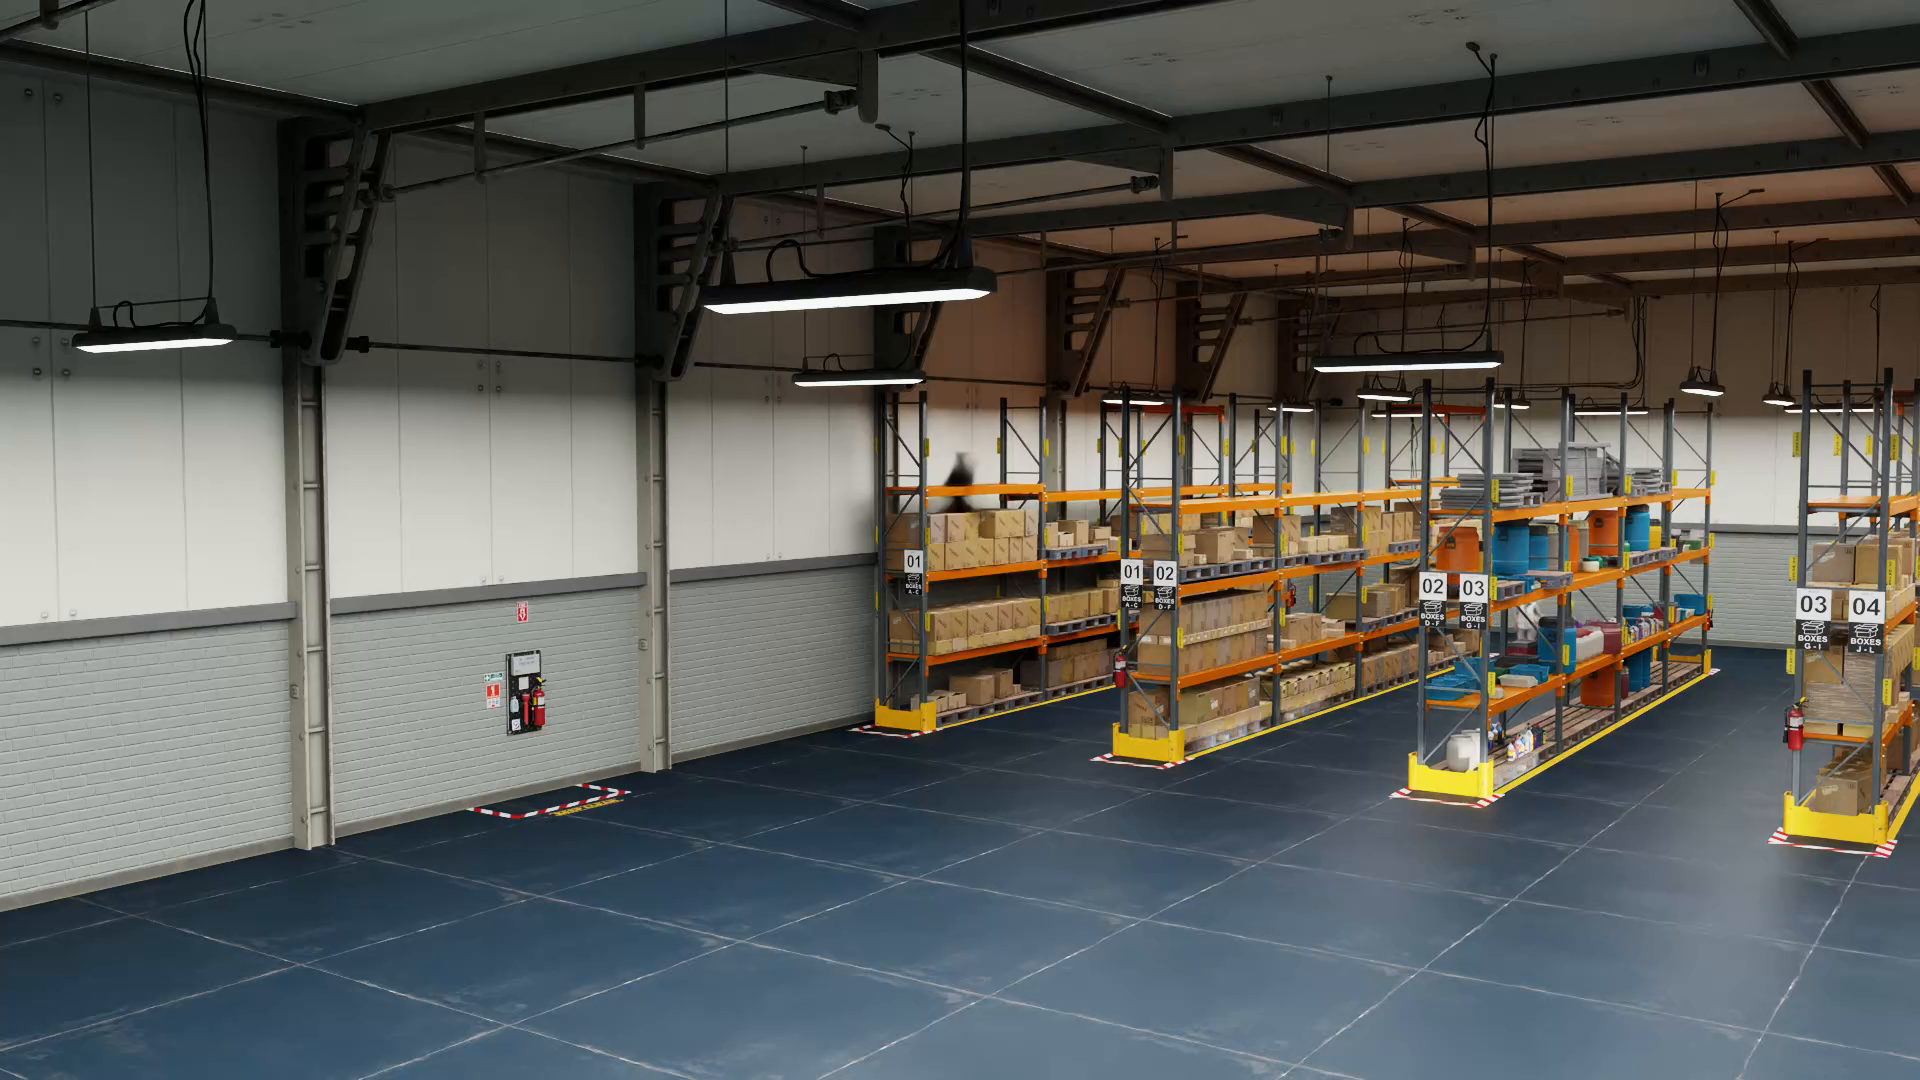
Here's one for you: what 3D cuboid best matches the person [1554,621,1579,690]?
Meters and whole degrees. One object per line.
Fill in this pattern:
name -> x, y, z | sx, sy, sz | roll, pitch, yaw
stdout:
person -> 12.468, 2.213, 34.436 | 0.665, 1.790, 0.725 | 2, 4, 29

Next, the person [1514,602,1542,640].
person -> 12.963, 2.017, 38.042 | 0.656, 1.759, 0.670 | 2, 4, 29
